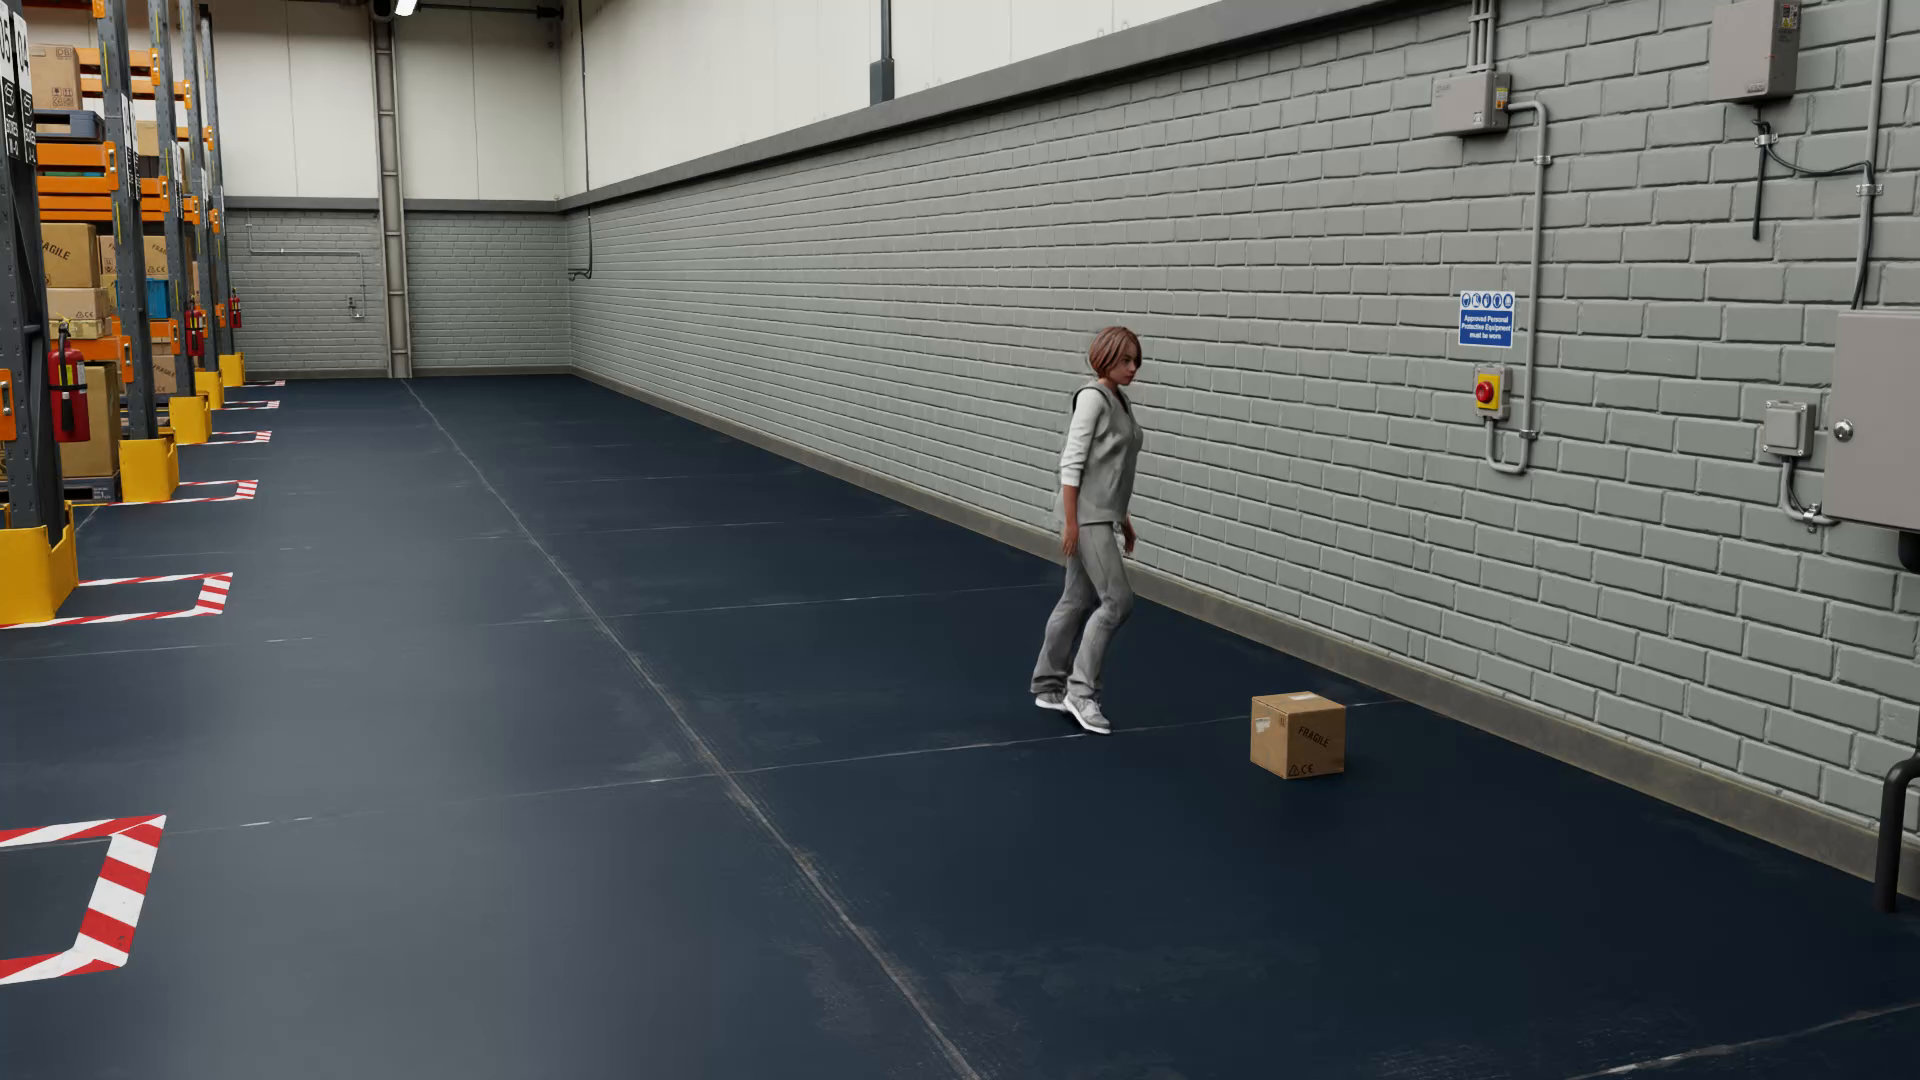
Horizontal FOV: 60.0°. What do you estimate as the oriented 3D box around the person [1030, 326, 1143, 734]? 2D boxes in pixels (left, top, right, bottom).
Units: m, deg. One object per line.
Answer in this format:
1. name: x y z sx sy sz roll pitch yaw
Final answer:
1. person: 0.503 -0.054 6.701 0.446 1.600 0.449 3 9 16
